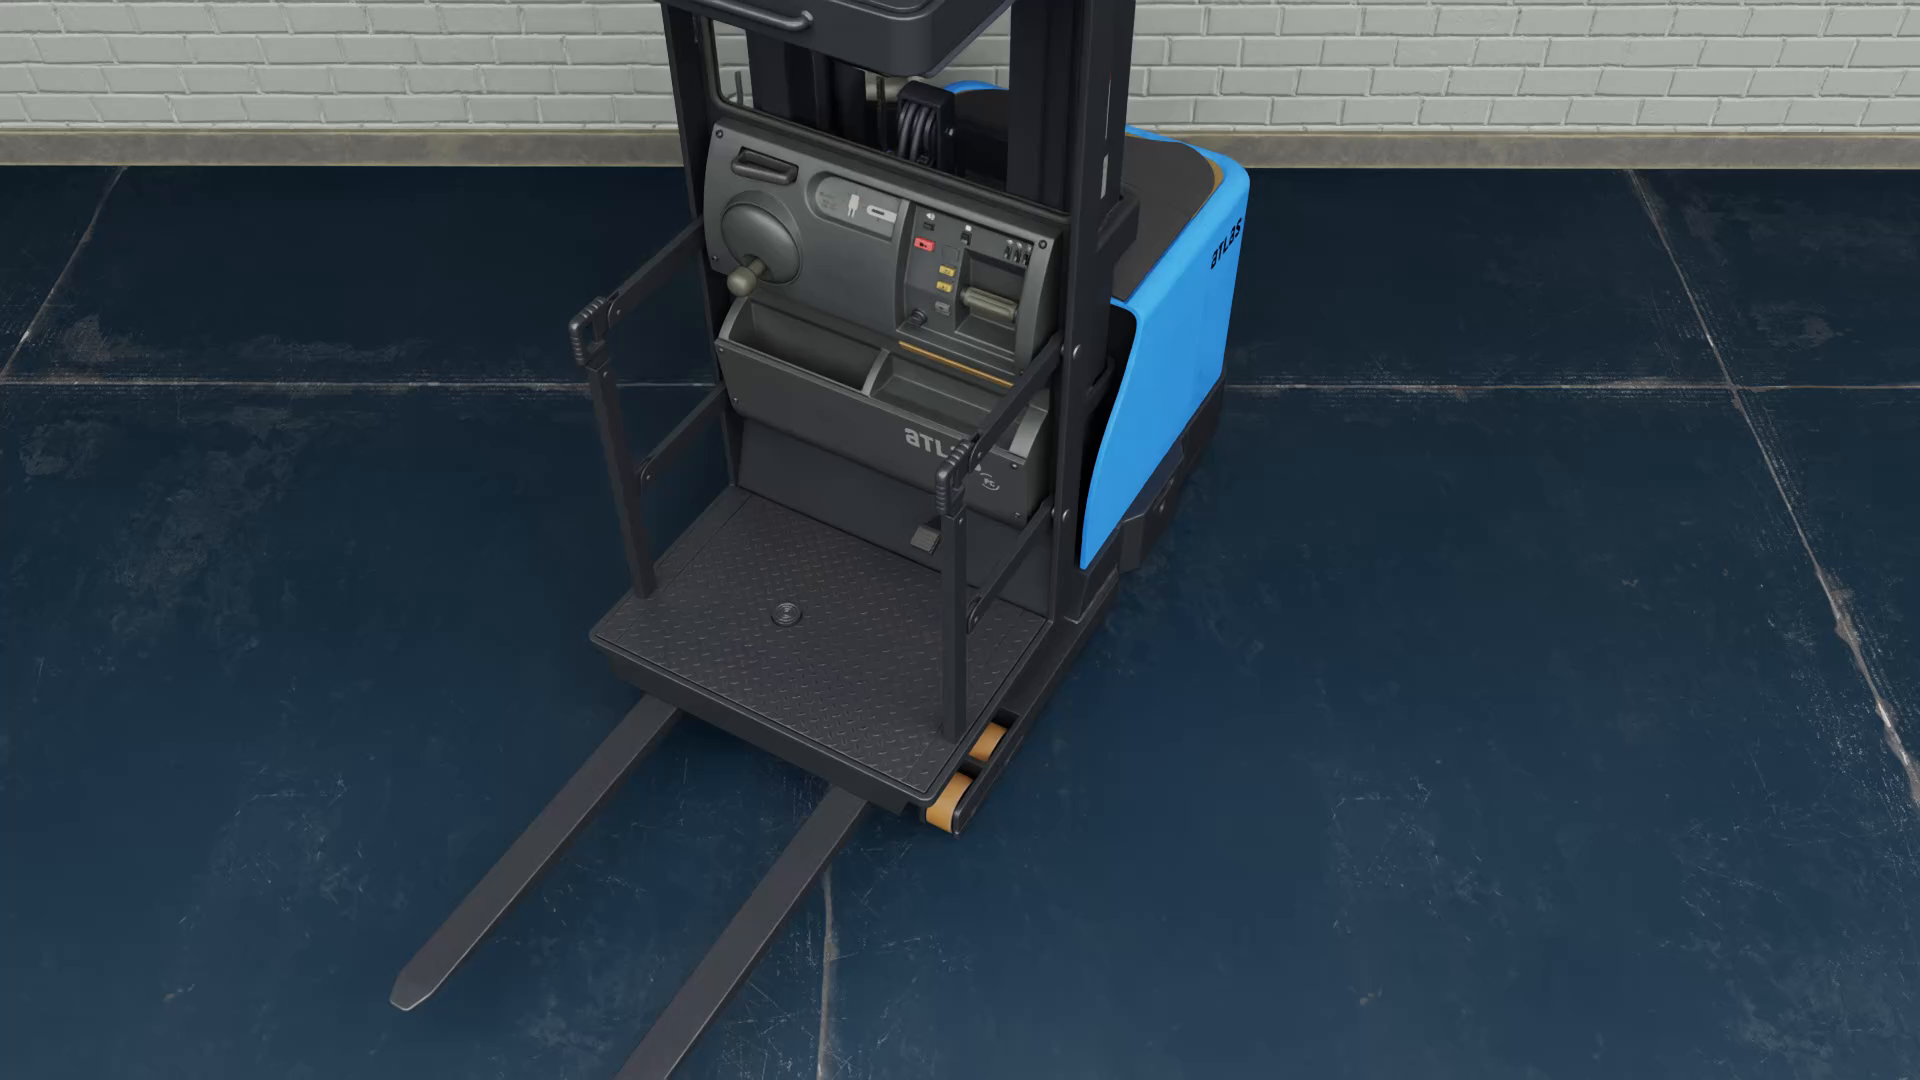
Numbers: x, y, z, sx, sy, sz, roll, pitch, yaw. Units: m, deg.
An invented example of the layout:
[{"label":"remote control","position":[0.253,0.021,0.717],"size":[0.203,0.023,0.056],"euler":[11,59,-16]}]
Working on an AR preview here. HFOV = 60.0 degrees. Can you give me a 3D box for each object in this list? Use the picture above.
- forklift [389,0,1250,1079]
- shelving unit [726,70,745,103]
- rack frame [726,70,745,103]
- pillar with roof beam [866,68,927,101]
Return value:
[{"label":"forklift","position":[-0.313,-0.598,3.804],"size":[1.130,2.935,3.031],"euler":[23,51,20]},{"label":"shelving unit","position":[-0.694,-0.990,5.454],"size":[0.215,1.050,0.252],"euler":[-27,53,-23]},{"label":"rack frame","position":[-0.764,-1.063,5.522],"size":[0.200,1.050,0.008],"euler":[-27,53,-23]},{"label":"pillar with roof beam","position":[-0.344,-1.317,0.328],"size":[0.400,9.000,9.100],"euler":[0,47,0]}]
